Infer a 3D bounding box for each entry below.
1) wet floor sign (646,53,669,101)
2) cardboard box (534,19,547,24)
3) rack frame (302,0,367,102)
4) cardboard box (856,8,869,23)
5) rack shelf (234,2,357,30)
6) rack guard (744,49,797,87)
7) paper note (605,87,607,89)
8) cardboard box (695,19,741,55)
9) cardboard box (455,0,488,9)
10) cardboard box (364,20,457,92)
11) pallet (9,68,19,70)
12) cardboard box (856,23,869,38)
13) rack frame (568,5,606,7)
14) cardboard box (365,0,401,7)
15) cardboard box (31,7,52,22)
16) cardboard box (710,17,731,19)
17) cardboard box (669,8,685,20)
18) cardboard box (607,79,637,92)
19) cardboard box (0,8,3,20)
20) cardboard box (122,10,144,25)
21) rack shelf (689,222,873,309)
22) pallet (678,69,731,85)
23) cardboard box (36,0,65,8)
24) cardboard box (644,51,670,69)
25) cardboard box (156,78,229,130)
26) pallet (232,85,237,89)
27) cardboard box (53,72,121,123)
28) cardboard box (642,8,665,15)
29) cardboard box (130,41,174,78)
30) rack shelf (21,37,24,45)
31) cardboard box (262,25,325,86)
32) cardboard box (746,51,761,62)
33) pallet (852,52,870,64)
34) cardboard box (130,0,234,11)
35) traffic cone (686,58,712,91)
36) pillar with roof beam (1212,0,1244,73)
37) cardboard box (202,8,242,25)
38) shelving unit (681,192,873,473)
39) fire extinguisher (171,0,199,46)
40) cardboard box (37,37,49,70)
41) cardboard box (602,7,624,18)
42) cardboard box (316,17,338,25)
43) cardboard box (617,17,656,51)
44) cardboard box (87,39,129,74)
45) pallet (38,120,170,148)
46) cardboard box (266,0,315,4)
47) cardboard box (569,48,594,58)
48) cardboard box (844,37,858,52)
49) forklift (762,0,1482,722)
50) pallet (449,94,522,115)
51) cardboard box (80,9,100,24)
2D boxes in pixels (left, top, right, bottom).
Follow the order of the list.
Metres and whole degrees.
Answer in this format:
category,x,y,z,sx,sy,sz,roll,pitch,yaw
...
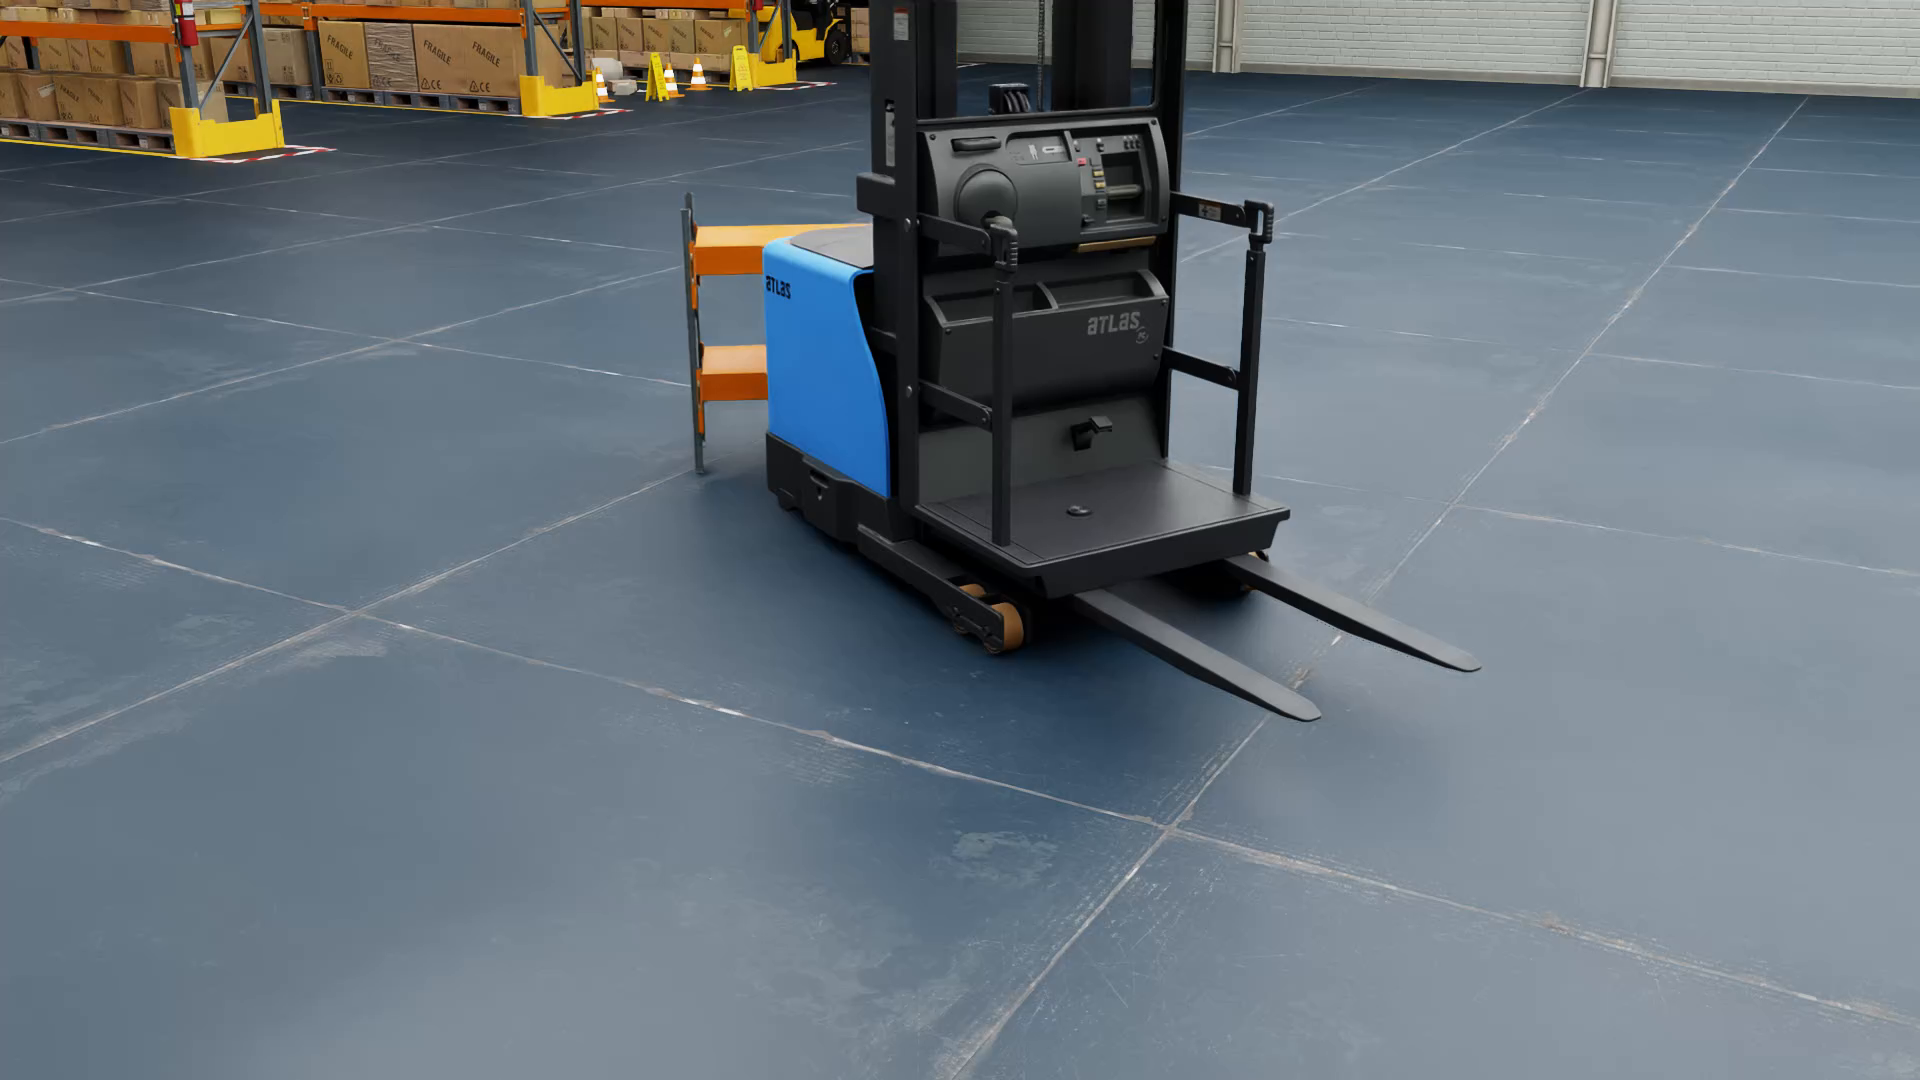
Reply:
category,x,y,z,sx,sy,sz,roll,pitch,yaw
wet floor sign,-4.276,-6.521,23.396,0.232,0.644,0.267,7,21,18
cardboard box,-8.414,-10.457,33.845,0.500,0.500,0.500,10,22,26
rack frame,-8.759,-7.708,23.217,0.127,3.000,1.000,11,23,27
cardboard box,-1.527,-9.454,29.978,0.500,0.250,0.500,11,23,28
rack shelf,-10.505,-7.703,24.256,4.000,0.370,1.077,11,23,27
rack guard,-3.008,-7.371,25.953,0.348,0.500,1.175,11,23,27
paper note,-5.406,-6.883,25.312,0.148,0.019,0.142,-16,26,-38
cardboard box,-3.768,-7.847,25.914,0.500,0.500,0.500,11,23,28
cardboard box,-6.104,-7.247,21.725,0.550,0.550,0.875,11,23,27
cardboard box,-7.456,-6.633,22.752,0.875,0.875,0.875,11,23,28
pallet,-15.063,-7.599,27.004,1.213,0.211,1.003,11,23,27
cardboard box,-1.534,-9.226,30.084,0.500,0.250,0.500,11,22,27
rack frame,-7.508,-11.342,33.235,0.127,3.000,1.000,11,23,27
cardboard box,-7.526,-7.512,22.454,0.550,0.550,0.875,11,23,27
cardboard box,-9.910,-5.760,18.213,0.250,0.149,0.380,11,23,27
cardboard box,-3.990,-8.097,26.604,0.500,0.500,0.500,10,22,25
cardboard box,-4.339,-8.235,26.035,0.250,0.149,0.380,11,23,28
cardboard box,-5.070,-6.810,24.921,0.380,0.149,0.250,-11,23,-29
cardboard box,-10.559,-5.888,18.566,0.250,0.149,0.380,11,23,27
cardboard box,-8.585,-5.519,17.550,0.250,0.149,0.380,11,23,27
rack shelf,-0.647,-1.197,7.158,1.000,0.278,0.538,-2,20,-7
pallet,-3.700,-7.381,26.403,1.213,0.211,1.003,11,23,27
cardboard box,-9.583,-6.100,18.200,0.500,0.500,0.875,11,23,27
cardboard box,-4.686,-7.667,26.518,0.500,0.250,0.500,10,22,25
cardboard box,-8.311,-4.715,18.013,0.500,0.500,0.500,16,25,37
pallet,-11.600,-6.909,25.103,1.213,0.211,1.003,11,23,27
cardboard box,-9.853,-5.020,18.854,0.500,0.500,0.500,9,22,23
cardboard box,-5.808,-10.097,32.669,0.625,0.625,0.875,10,22,25
cardboard box,-11.764,-7.385,25.010,0.750,0.750,1.050,10,22,27
rack shelf,-13.013,-6.243,20.232,4.000,0.370,1.077,11,23,27
cardboard box,-9.345,-6.925,23.740,0.750,0.750,1.050,11,23,27
cardboard box,-3.511,-7.655,26.486,0.500,0.250,0.500,11,22,27
pallet,-1.212,-8.816,30.359,1.213,0.211,1.003,11,23,27
cardboard box,-8.241,-5.870,17.566,0.500,0.500,0.875,11,23,27
traffic cone,-3.946,-7.029,25.063,0.334,0.463,0.336,11,23,27
pillar with roof beam,2.446,-10.937,23.319,0.400,9.000,9.100,11,23,27
cardboard box,-7.907,-5.584,17.728,0.250,0.149,0.380,11,23,27
shelving unit,-0.647,-0.922,7.258,1.048,1.125,0.538,-2,20,-7
fire extinguisher,-7.899,-5.391,16.941,0.183,0.674,0.296,11,23,27
cardboard box,-14.301,-7.689,26.212,0.500,0.500,0.500,11,23,28
cardboard box,-5.521,-8.459,26.652,0.250,0.149,0.380,12,23,29
cardboard box,-11.265,-9.352,30.247,0.875,0.875,0.875,11,23,28
cardboard box,-5.125,-8.105,26.628,0.500,0.500,0.500,12,23,30
cardboard box,-12.954,-7.428,25.492,0.500,0.500,0.500,11,23,27
pallet,-9.594,-4.634,18.831,1.213,0.211,1.003,11,23,27
cardboard box,-9.345,-7.763,23.220,0.500,0.500,0.500,11,22,27
cardboard box,-6.050,-7.925,27.231,0.500,0.250,0.500,10,22,25
cardboard box,-1.950,-9.072,30.393,0.500,0.250,0.500,11,23,28
forklift,0.413,-1.191,5.349,1.130,2.935,3.031,-12,23,-29
pallet,-6.004,-5.842,22.161,1.213,0.211,1.003,11,23,27
cardboard box,-9.223,-5.654,17.922,0.250,0.149,0.380,11,23,27
